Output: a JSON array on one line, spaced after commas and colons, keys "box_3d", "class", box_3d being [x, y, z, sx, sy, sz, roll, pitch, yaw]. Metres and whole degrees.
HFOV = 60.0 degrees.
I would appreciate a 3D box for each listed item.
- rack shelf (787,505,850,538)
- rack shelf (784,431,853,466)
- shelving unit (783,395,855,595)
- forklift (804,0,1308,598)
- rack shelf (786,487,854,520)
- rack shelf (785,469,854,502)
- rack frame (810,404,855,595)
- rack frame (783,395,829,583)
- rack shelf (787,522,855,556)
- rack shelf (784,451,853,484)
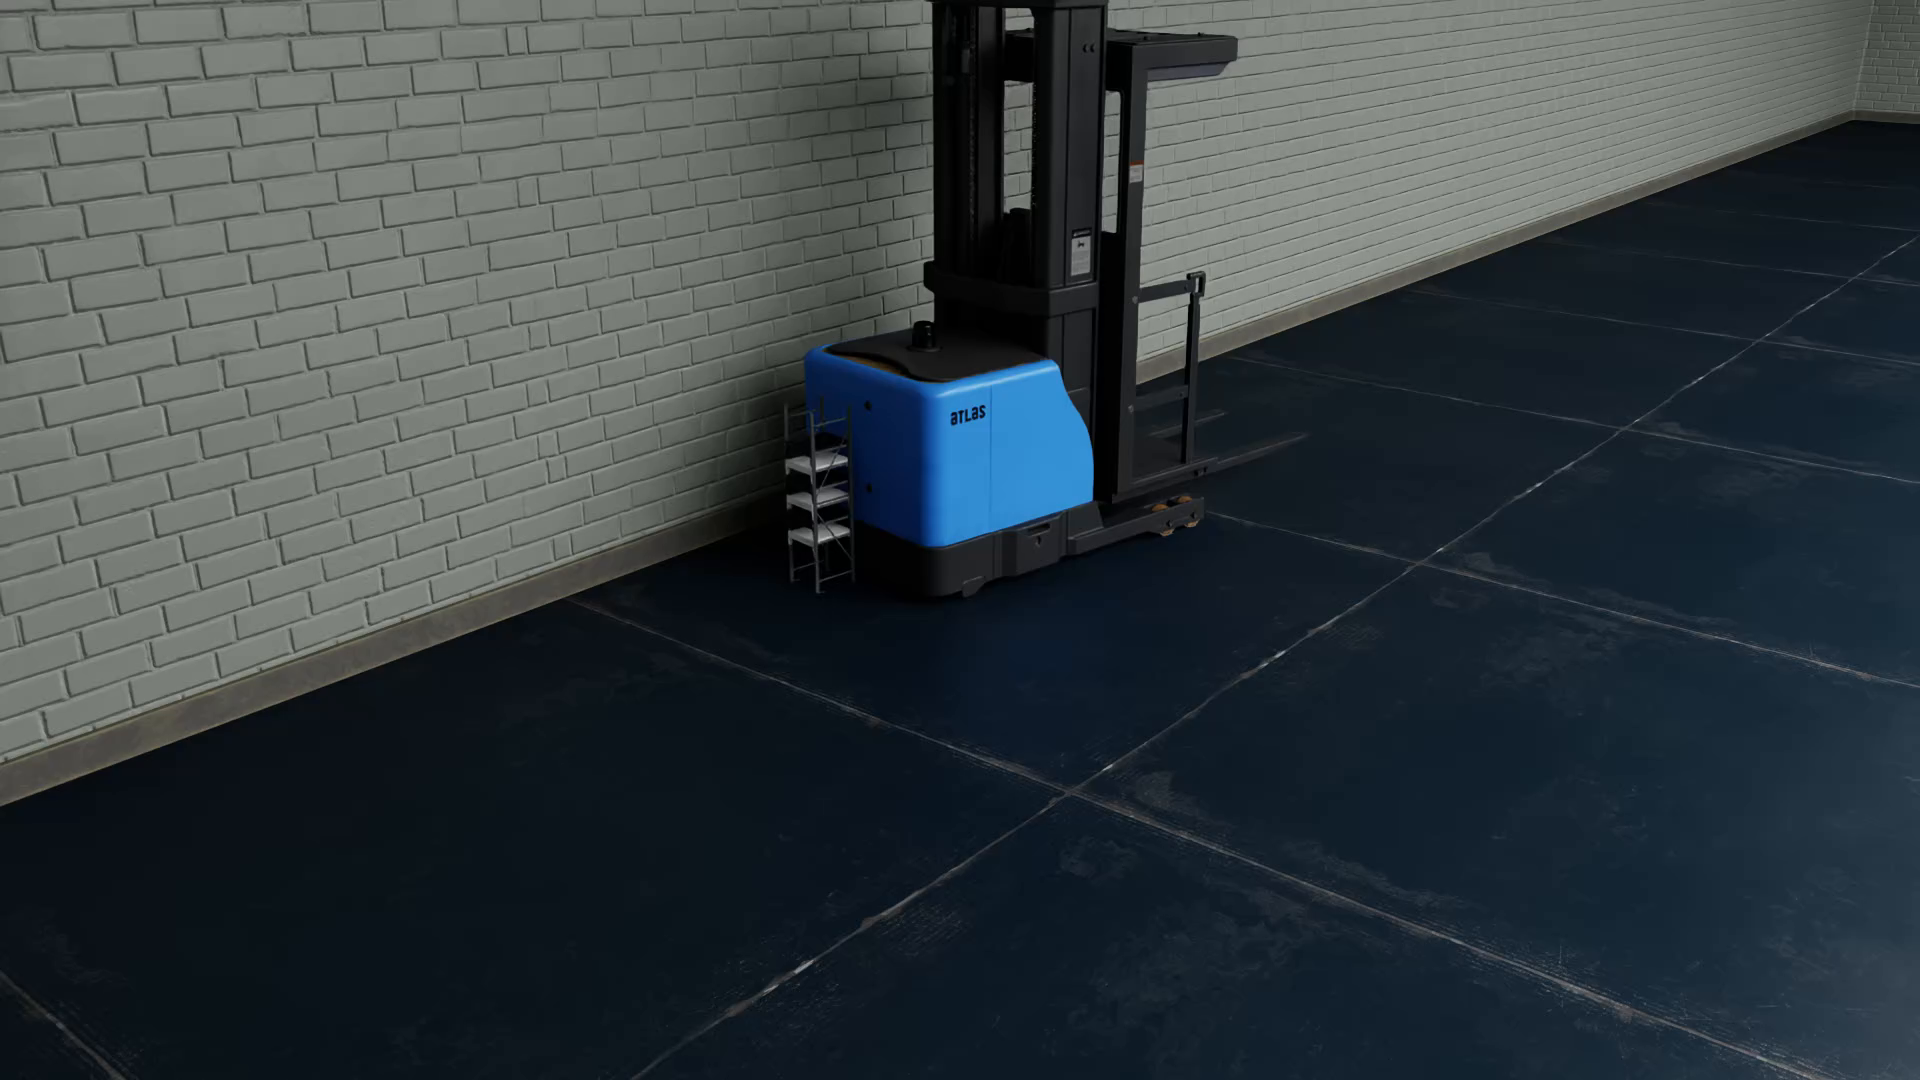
[{"box_3d": [-0.671, -0.100, 8.006, 0.258, 0.077, 0.200, -18, 27, -39], "class": "rack shelf"}, {"box_3d": [-0.671, -0.436, 7.879, 0.258, 0.077, 0.200, -18, 27, -39], "class": "rack shelf"}, {"box_3d": [-0.671, -0.215, 7.963, 0.258, 0.900, 0.210, -18, 27, -39], "class": "shelving unit"}, {"box_3d": [0.667, -1.515, 8.531, 3.031, 2.935, 1.130, -17, 27, -38], "class": "forklift"}, {"box_3d": [-0.671, -0.184, 7.974, 0.258, 0.077, 0.200, -18, 27, -39], "class": "rack shelf"}, {"box_3d": [-0.671, -0.268, 7.943, 0.258, 0.077, 0.200, -18, 27, -39], "class": "rack shelf"}, {"box_3d": [-0.602, -0.188, 7.893, 0.240, 0.900, 0.006, -18, 27, -39], "class": "rack frame"}, {"box_3d": [-0.740, -0.241, 8.033, 0.240, 0.900, 0.006, -18, 27, -39], "class": "rack frame"}, {"box_3d": [-0.671, -0.015, 8.038, 0.258, 0.077, 0.200, -18, 27, -39], "class": "rack shelf"}, {"box_3d": [-0.671, -0.352, 7.911, 0.258, 0.077, 0.200, -18, 27, -39], "class": "rack shelf"}]
